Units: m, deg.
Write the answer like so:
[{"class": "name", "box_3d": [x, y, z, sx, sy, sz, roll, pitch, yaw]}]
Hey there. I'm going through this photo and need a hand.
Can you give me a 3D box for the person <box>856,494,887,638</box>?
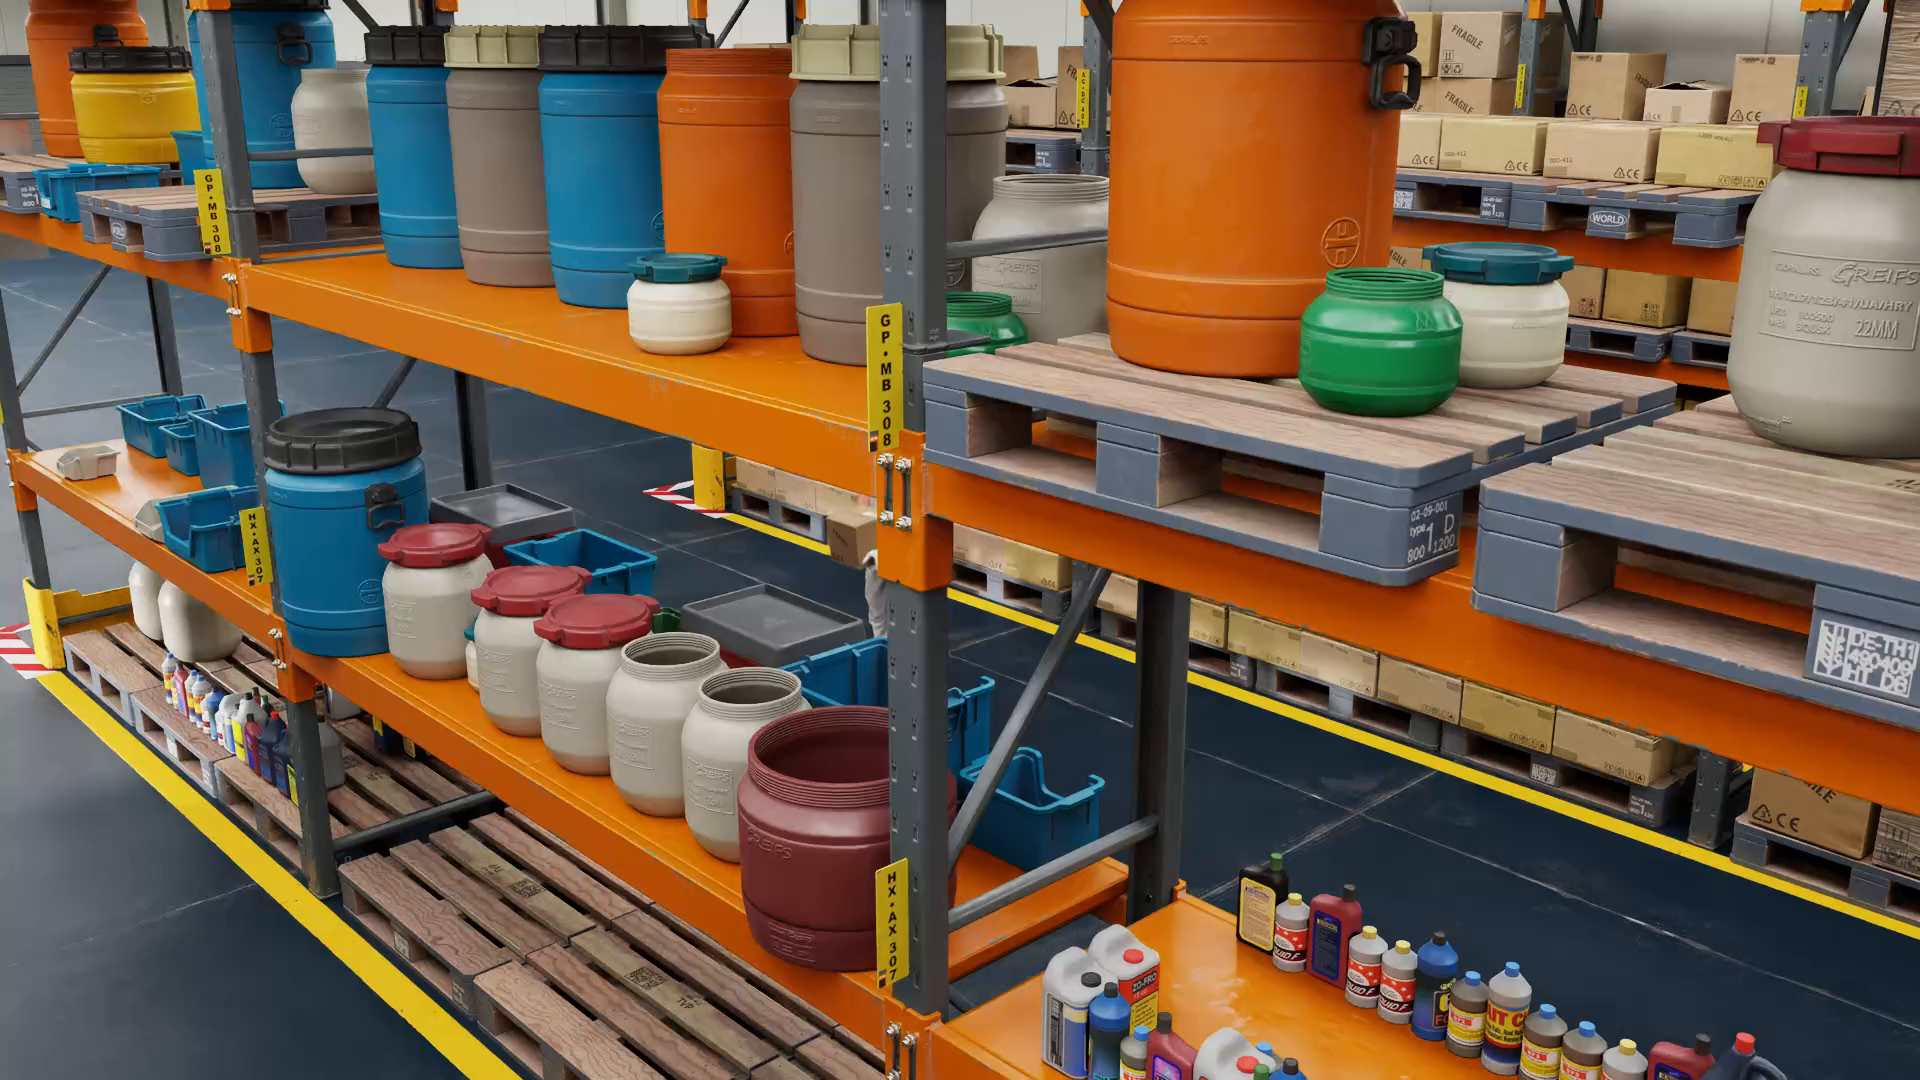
[{"class": "person", "box_3d": [-0.396, 0.110, 9.159, 0.560, 1.782, 0.494, -15, 23, -40]}]
